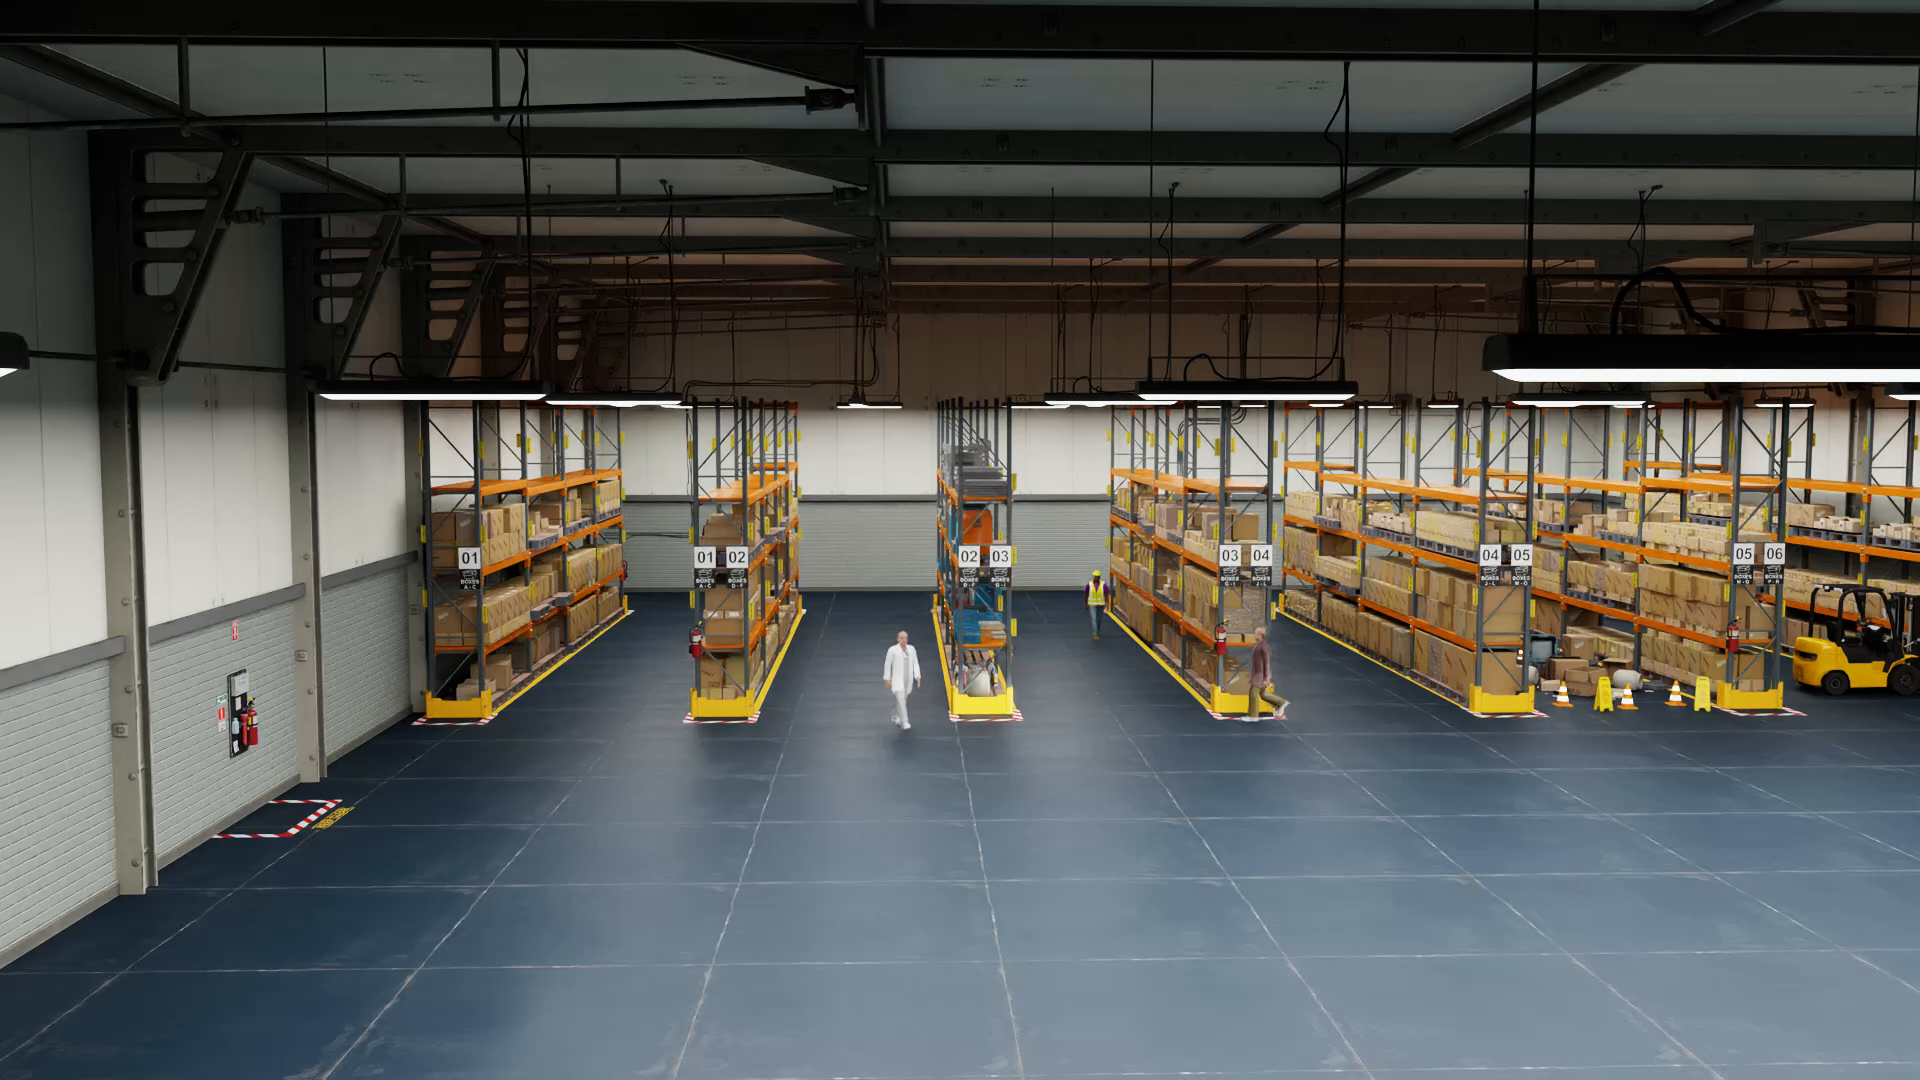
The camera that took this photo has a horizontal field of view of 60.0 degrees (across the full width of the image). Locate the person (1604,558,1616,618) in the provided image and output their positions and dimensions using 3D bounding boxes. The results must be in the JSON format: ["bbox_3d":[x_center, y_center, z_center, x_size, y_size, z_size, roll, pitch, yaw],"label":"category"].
[{"bbox_3d":[17.992,1.358,45.962,0.457,1.694,0.568,-3,5,-36],"label":"person"}]

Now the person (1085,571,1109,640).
[{"bbox_3d":[3.455,1.626,41.797,0.576,1.711,1.081,0,4,-4],"label":"person"}]

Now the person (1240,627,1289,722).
[{"bbox_3d":[5.631,2.473,30.693,1.003,1.739,0.637,-1,4,-10],"label":"person"}]

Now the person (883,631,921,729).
[{"bbox_3d":[-1.002,2.516,29.995,0.600,1.729,1.103,-3,5,-34],"label":"person"}]
